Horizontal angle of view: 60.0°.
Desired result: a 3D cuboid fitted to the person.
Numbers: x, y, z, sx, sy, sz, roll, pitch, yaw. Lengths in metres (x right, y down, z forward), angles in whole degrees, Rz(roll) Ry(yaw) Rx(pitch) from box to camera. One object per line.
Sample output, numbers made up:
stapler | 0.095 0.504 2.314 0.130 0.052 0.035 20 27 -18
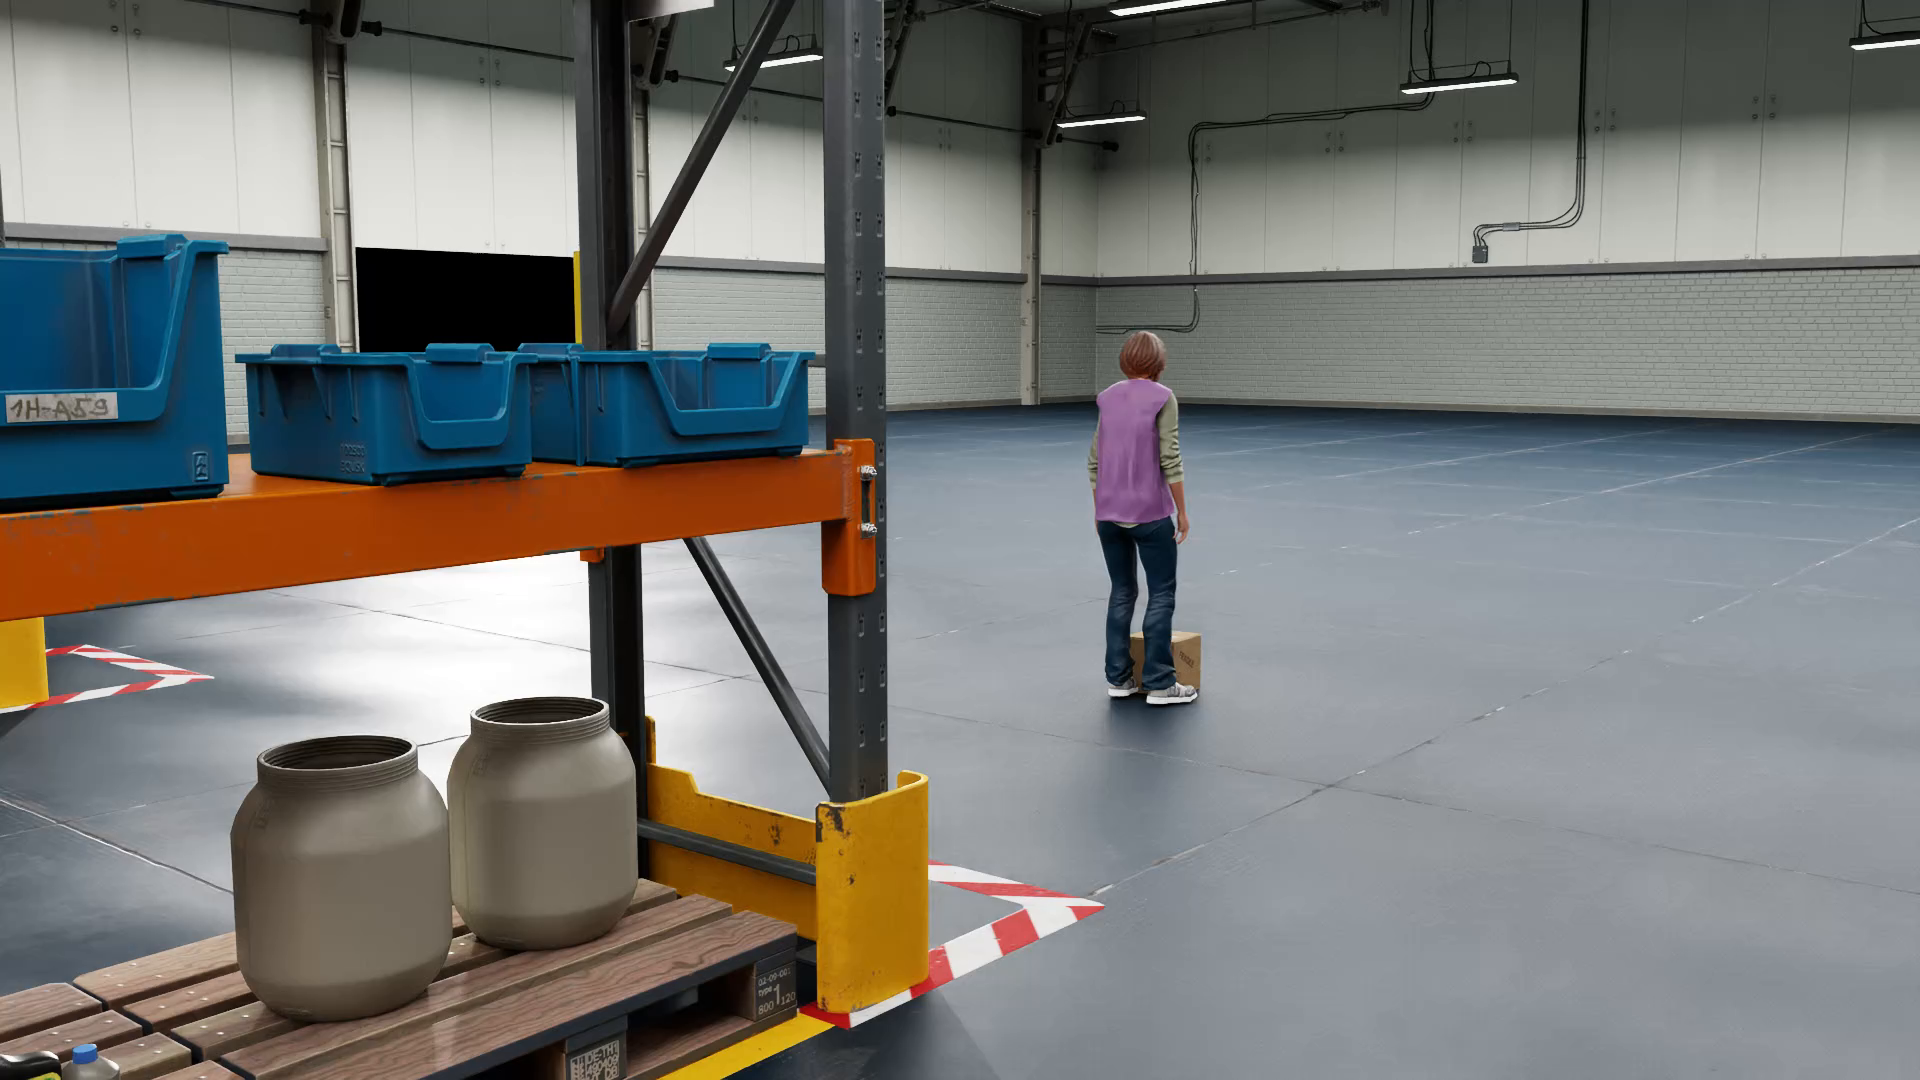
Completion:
person | 0.773 -0.074 7.176 0.470 1.546 0.366 5 9 38
